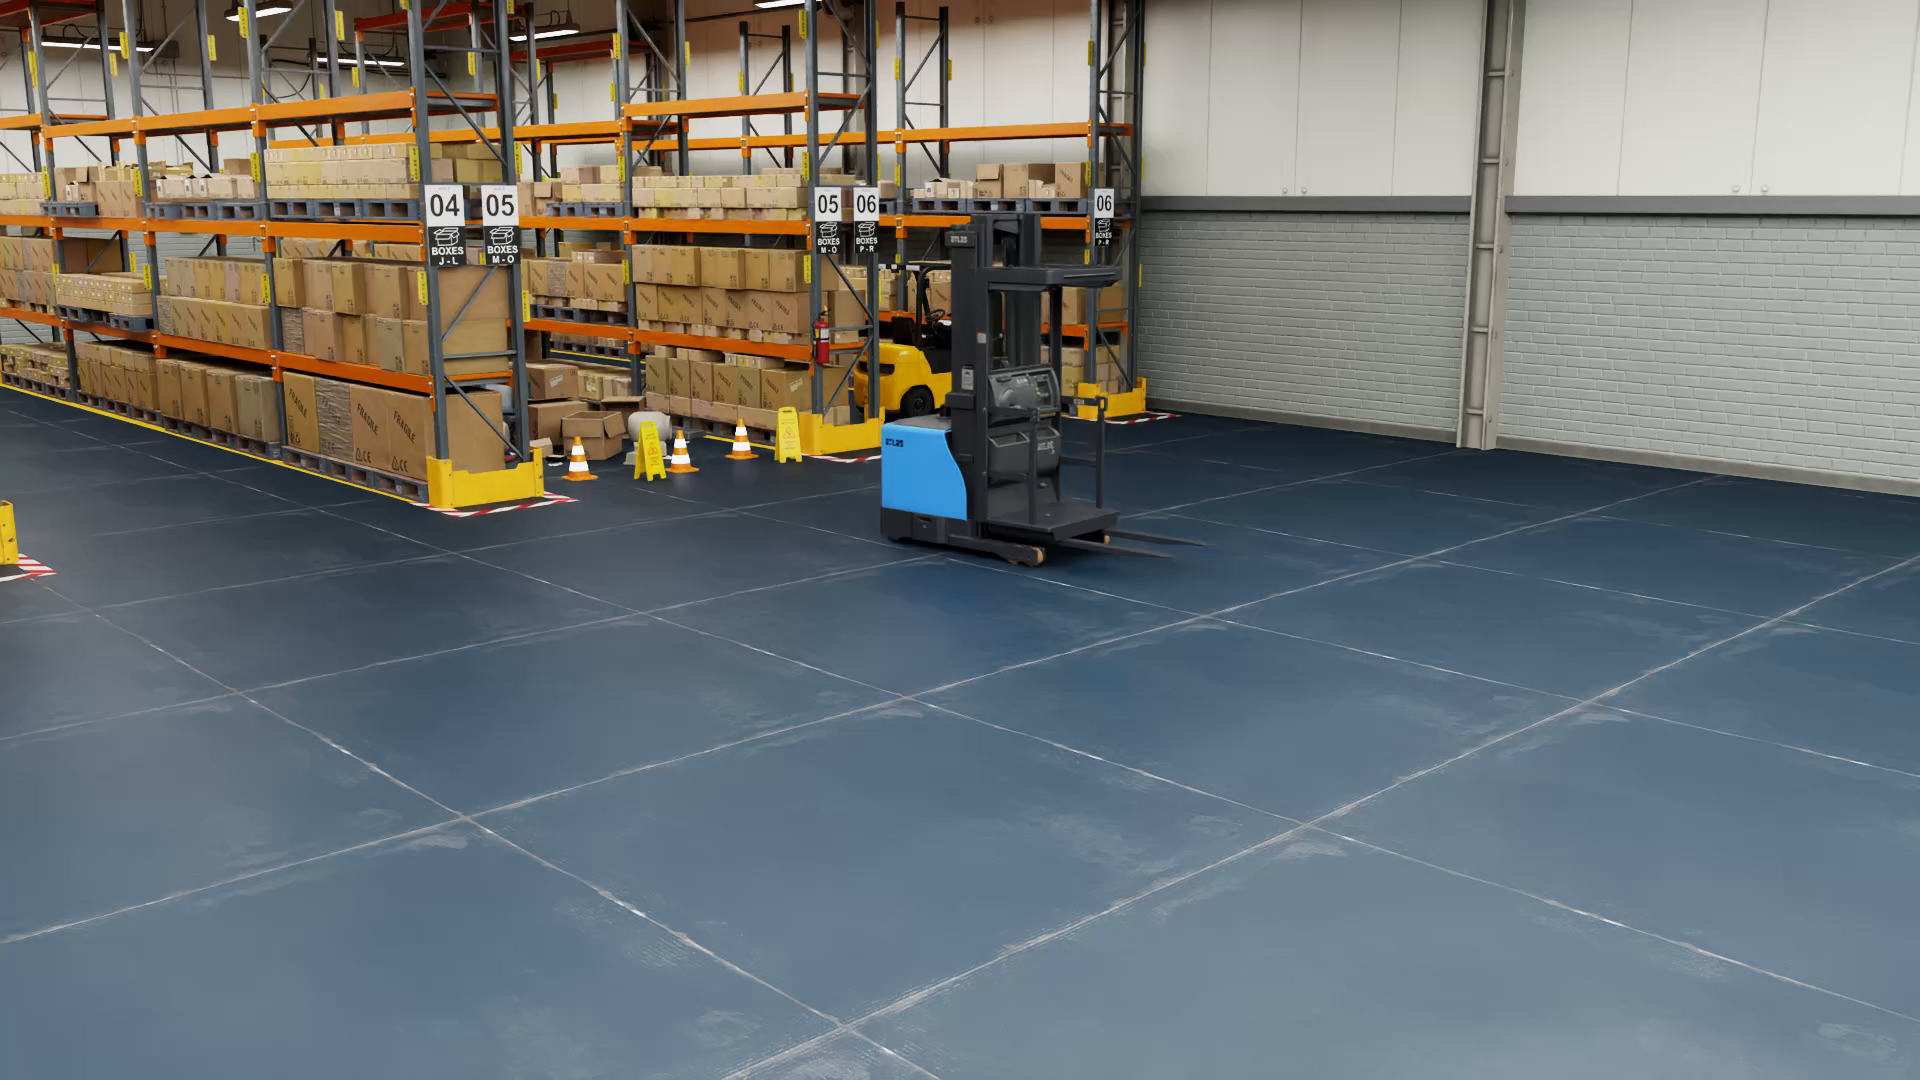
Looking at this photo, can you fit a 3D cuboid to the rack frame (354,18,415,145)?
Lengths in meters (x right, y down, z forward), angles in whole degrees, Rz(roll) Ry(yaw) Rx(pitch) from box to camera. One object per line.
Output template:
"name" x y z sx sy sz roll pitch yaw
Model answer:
"rack frame" -9.695 -7.281 28.288 1.000 3.000 0.127 -11 16 -43

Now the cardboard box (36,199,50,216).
"cardboard box" -13.740 -5.068 25.351 0.500 0.250 0.500 -10 16 -41

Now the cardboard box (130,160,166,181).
"cardboard box" -10.910 -4.970 22.361 0.396 0.266 0.258 -11 16 -43

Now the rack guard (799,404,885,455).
"rack guard" -1.460 -1.378 20.699 1.175 0.500 0.348 -11 16 -43

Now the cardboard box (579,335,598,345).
"cardboard box" -7.237 -4.216 33.432 0.500 0.500 0.700 11 16 43

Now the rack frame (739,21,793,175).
"rack frame" -3.345 -7.389 28.814 1.000 3.000 0.127 -11 16 -43

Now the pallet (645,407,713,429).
"pallet" -3.681 -1.716 23.056 1.003 0.211 1.213 -11 16 -43

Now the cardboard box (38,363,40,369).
"cardboard box" -14.663 -2.841 26.891 0.380 0.149 0.250 -10 15 -40

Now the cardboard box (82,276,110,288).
"cardboard box" -12.372 -3.702 23.891 0.380 0.149 0.250 -10 15 -40

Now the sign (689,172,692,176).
"sign" -3.783 -4.974 23.244 0.100 0.325 0.005 -11 16 -43

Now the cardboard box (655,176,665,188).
"cardboard box" -3.812 -4.746 22.067 0.250 0.149 0.380 11 16 43

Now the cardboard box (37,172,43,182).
"cardboard box" -13.809 -5.518 25.313 0.380 0.149 0.250 -10 16 -41

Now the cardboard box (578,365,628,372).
"cardboard box" -5.515 -2.375 24.817 0.950 0.372 0.625 -10 15 -41

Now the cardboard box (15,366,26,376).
"cardboard box" -15.324 -2.795 27.408 0.380 0.149 0.250 -11 16 -42

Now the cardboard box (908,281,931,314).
"cardboard box" -0.465 -3.815 26.085 0.500 0.500 0.500 11 16 44

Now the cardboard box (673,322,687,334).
"cardboard box" -3.622 -2.856 22.301 0.380 0.149 0.250 -10 15 -41

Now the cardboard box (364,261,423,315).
"cardboard box" -5.882 -2.717 17.954 0.875 0.550 0.550 -11 16 -43

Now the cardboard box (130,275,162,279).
"cardboard box" -11.887 -3.790 24.321 0.250 0.149 0.380 11 16 43

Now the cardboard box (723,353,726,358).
"cardboard box" -3.215 -2.278 22.789 0.500 0.500 0.500 -11 16 -42

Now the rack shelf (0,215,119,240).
"rack shelf" -14.587 -5.047 26.660 1.077 0.370 4.000 -11 16 -43

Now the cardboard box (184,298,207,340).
"cardboard box" -9.627 -2.852 21.414 0.500 0.500 0.500 -11 16 -43

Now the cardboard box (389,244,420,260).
"cardboard box" -9.228 -4.706 27.935 0.500 0.500 0.500 -11 16 -43

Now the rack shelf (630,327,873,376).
"rack shelf" -2.789 -2.531 21.882 1.077 0.370 4.000 -11 16 -43

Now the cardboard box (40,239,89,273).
"cardboard box" -13.726 -4.353 25.483 0.500 0.500 0.500 11 16 43

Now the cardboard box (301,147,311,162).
"cardboard box" -6.970 -4.213 18.188 0.380 0.149 0.250 -11 16 -42

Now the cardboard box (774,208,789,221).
"cardboard box" -2.052 -3.982 20.333 0.380 0.149 0.250 -11 16 -42

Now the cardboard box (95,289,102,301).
"cardboard box" -12.006 -3.479 23.547 0.380 0.149 0.250 -10 16 -41

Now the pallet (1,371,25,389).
"pallet" -15.380 -2.721 27.935 1.003 0.211 1.213 -11 16 -43

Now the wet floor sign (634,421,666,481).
"wet floor sign" -3.466 -1.005 18.530 0.232 0.644 0.267 8 14 35

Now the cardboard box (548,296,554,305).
"cardboard box" -5.895 -3.573 24.738 0.380 0.149 0.250 -10 15 -40

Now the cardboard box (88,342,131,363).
"cardboard box" -12.517 -2.764 24.530 0.500 0.250 0.500 -10 16 -41

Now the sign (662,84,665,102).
"sign" -5.710 -8.586 31.917 0.100 0.325 0.005 -11 16 -43

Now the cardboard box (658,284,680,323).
"cardboard box" -3.705 -3.196 22.346 0.500 0.500 0.500 -11 16 -43

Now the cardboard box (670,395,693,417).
"cardboard box" -3.581 -1.834 22.490 0.500 0.250 0.500 -10 15 -39

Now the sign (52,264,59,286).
"sign" -13.593 -3.985 25.014 0.100 0.325 0.005 -11 16 -43

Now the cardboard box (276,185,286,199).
"cardboard box" -7.495 -3.933 18.807 0.380 0.149 0.250 -11 16 -42

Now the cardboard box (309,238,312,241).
"cardboard box" -11.669 -5.543 30.388 0.380 0.149 0.250 -11 16 -42

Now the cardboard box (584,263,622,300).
"cardboard box" -4.999 -3.683 23.666 0.500 0.500 0.500 -11 16 -42

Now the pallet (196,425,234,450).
"pallet" -9.115 -1.385 21.448 1.003 0.211 1.213 -11 16 -43

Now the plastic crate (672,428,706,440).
"plastic crate" -3.679 -1.401 21.854 0.583 0.080 0.402 6 13 26

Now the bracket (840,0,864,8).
"bracket" -1.763 -8.977 27.603 0.235 0.232 0.430 -11 16 -43

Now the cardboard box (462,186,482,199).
"cardboard box" -4.923 -3.582 17.103 0.380 0.149 0.250 -11 16 -42

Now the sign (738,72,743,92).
"sign" -3.731 -7.808 28.338 0.100 0.325 0.005 -11 16 -43

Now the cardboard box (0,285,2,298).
"cardboard box" -15.857 -4.312 27.762 0.500 0.500 0.500 -10 15 -40

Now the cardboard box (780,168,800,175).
"cardboard box" -2.600 -6.024 28.087 0.700 0.500 0.500 -11 16 -44

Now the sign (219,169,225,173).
"sign" -10.036 -4.891 22.647 0.100 0.325 0.005 -11 16 -43

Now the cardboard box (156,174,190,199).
"cardboard box" -10.102 -4.598 21.633 0.500 0.311 0.500 -11 16 -42

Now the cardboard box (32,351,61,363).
"cardboard box" -14.593 -2.934 26.609 0.250 0.149 0.380 11 16 43

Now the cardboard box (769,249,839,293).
"cardboard box" -1.919 -3.320 20.466 0.500 0.500 0.700 11 16 44

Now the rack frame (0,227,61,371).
"rack frame" -15.968 -4.222 28.307 1.000 3.000 0.127 -11 16 -43

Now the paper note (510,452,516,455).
"paper note" -5.419 -1.069 20.383 0.172 0.023 0.155 -5 13 -23

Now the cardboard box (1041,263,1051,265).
"cardboard box" 1.283 -4.079 25.023 0.250 0.149 0.380 11 16 44

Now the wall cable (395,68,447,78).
"wall cable" -11.842 -12.283 38.784 2.988 3.039 0.133 -11 16 -43

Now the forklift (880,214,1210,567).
"forklift" 0.726 -1.326 14.423 3.031 2.935 1.130 9 15 39

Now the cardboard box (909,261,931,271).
"cardboard box" -0.577 -4.292 26.054 0.380 0.149 0.250 -10 16 -41

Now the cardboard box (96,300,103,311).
"cardboard box" -11.998 -3.333 23.574 0.380 0.149 0.250 -10 15 -41

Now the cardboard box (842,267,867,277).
"cardboard box" -1.715 -4.398 27.307 0.250 0.149 0.380 11 16 44

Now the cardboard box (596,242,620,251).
"cardboard box" -6.944 -5.729 33.398 0.500 0.500 0.500 11 16 44

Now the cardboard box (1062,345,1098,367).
"cardboard box" 1.636 -2.656 24.002 0.500 0.250 0.500 -10 15 -41
